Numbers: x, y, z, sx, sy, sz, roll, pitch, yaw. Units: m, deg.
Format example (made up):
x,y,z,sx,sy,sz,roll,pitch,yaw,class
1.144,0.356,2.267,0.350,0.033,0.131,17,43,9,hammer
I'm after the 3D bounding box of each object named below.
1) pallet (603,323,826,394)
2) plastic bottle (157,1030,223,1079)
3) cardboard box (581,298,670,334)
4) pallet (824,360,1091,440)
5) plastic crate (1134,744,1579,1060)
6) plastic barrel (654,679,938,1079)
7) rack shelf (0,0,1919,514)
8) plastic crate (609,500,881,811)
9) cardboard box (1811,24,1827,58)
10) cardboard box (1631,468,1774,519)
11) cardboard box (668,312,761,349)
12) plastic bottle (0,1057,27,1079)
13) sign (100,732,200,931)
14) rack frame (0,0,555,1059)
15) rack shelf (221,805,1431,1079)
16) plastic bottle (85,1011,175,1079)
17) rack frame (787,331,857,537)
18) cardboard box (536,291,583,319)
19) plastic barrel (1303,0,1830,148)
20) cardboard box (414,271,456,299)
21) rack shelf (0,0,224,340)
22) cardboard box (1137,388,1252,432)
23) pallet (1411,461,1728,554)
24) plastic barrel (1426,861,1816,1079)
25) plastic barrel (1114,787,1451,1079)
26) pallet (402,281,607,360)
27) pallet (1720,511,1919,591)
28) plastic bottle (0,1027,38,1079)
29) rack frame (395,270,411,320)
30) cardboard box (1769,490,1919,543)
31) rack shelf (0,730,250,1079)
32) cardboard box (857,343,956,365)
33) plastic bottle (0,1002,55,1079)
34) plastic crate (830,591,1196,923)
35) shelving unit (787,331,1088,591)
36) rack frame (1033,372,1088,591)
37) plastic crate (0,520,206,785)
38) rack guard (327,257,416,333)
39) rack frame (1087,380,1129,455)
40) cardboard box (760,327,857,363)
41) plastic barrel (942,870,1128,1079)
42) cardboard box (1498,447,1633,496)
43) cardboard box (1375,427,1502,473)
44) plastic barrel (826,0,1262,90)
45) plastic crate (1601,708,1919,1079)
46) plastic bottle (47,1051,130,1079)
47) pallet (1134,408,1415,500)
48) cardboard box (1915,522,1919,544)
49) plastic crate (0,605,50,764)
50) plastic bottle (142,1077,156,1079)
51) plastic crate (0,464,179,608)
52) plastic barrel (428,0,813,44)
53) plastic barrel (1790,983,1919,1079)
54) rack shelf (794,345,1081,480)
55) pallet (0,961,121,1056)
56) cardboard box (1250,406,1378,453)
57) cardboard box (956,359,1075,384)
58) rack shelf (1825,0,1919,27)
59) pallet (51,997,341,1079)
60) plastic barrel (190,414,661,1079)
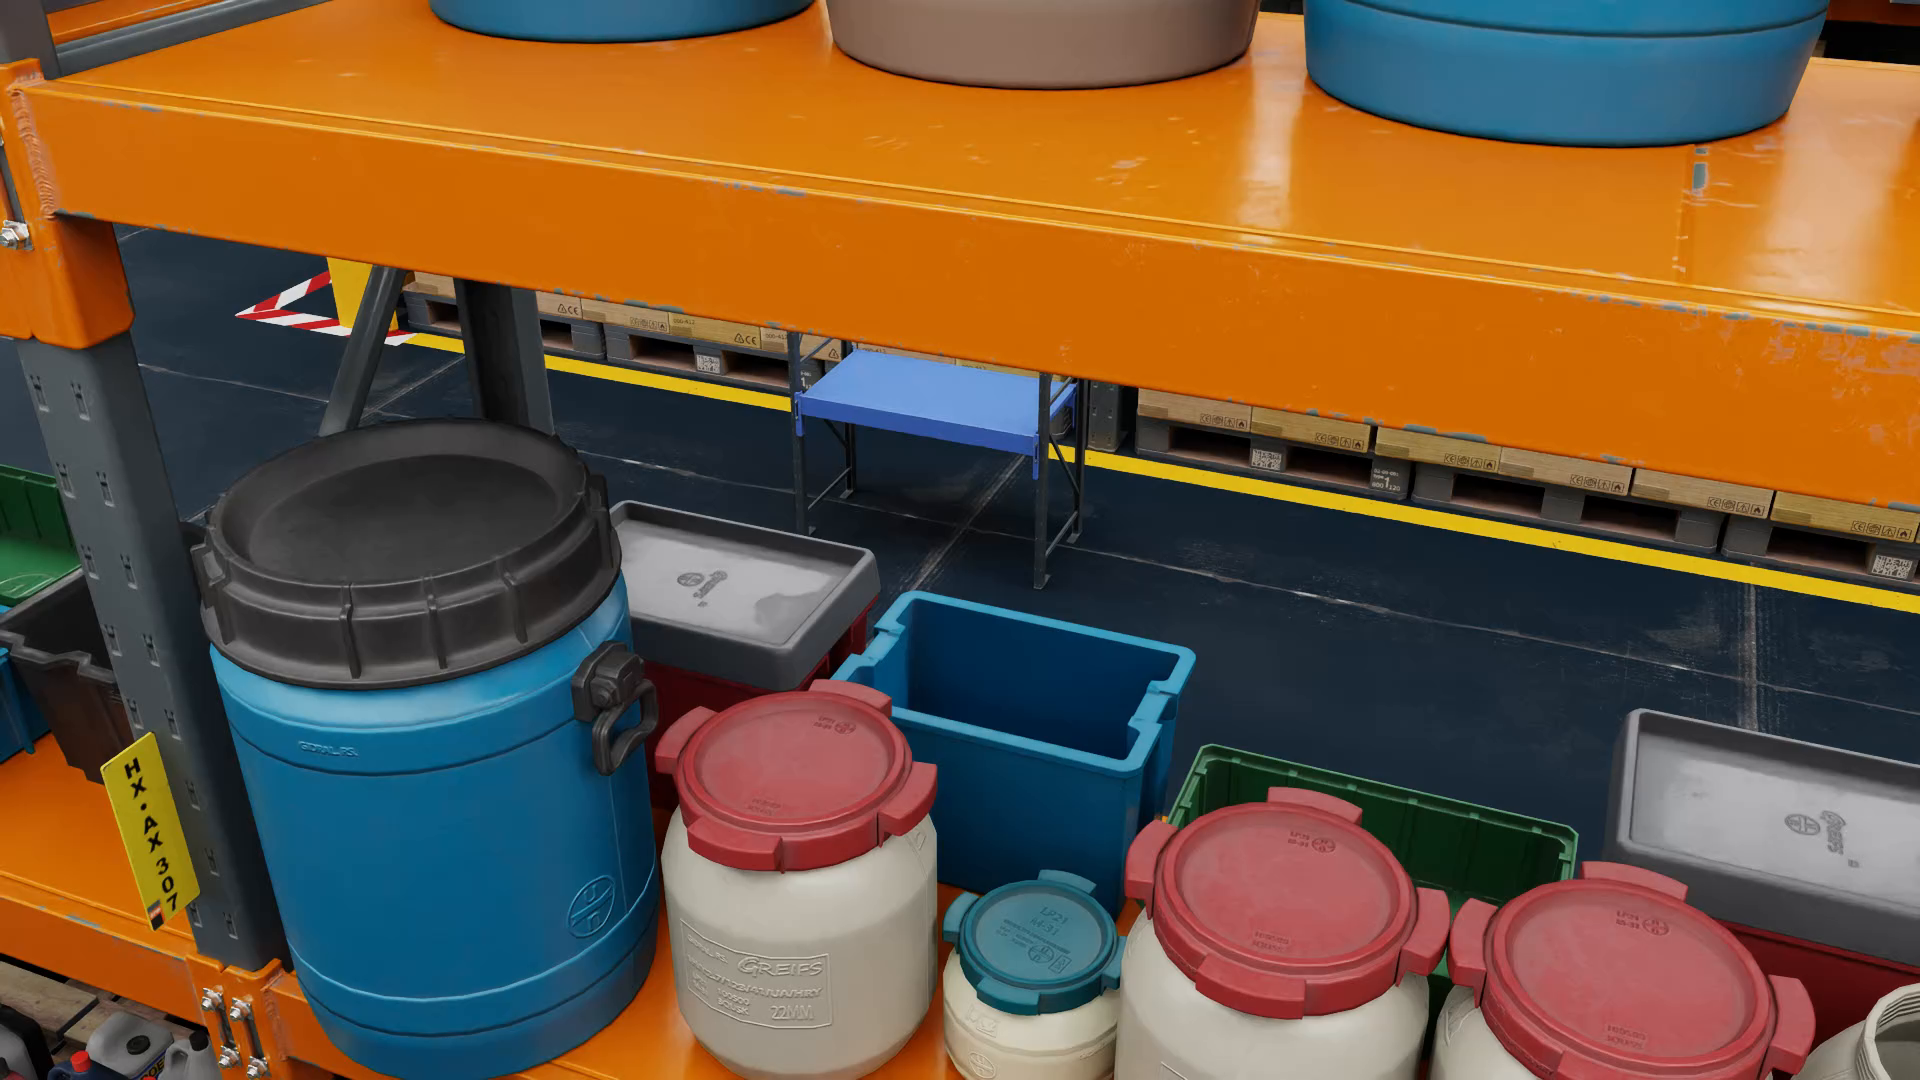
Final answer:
x,y,z,sx,sy,sz,roll,pitch,yaw,class
-1.039,-1.104,8.488,1.213,0.211,1.003,11,31,19,pallet
-1.700,1.240,3.753,0.185,0.351,0.144,11,31,19,plastic bottle
-1.548,-1.268,8.312,0.500,0.250,0.500,11,31,19,cardboard box
0.096,-0.879,8.090,1.213,0.211,1.003,11,31,19,pallet
0.671,0.617,2.825,0.662,0.188,0.450,11,31,19,plastic crate
-0.245,0.549,2.592,0.433,0.535,0.433,0,29,0,plastic barrel
0.804,-0.291,1.899,4.000,0.370,1.077,11,31,19,rack shelf
-0.485,0.254,3.188,0.583,0.464,0.402,11,31,19,plastic crate
5.191,-3.119,10.551,0.500,0.250,0.500,12,32,20,cardboard box
3.000,-0.346,6.682,0.500,0.250,0.500,12,32,20,cardboard box
-1.087,-1.173,8.145,0.500,0.250,0.500,11,31,19,cardboard box
-2.098,1.288,3.736,0.133,0.283,0.061,13,32,22,plastic bottle
-1.266,0.460,2.607,0.005,0.325,0.100,11,31,19,sign
-1.050,0.333,3.112,0.053,2.616,0.949,11,31,19,rack frame
0.804,1.015,2.637,4.000,0.370,1.077,11,31,19,rack shelf
-1.899,1.230,3.846,0.135,0.276,0.152,11,31,19,plastic bottle
-0.550,-0.763,6.575,0.032,1.500,0.500,11,31,19,rack frame
-2.012,-1.361,8.476,0.500,0.250,0.500,11,31,19,cardboard box
0.716,-0.955,1.834,0.708,0.901,0.600,11,31,19,plastic barrel
-2.476,-1.451,8.637,0.500,0.250,0.500,11,31,19,cardboard box
-2.902,-1.031,3.209,4.000,0.370,1.077,11,31,19,rack shelf
1.098,-0.725,7.351,0.500,0.250,0.500,11,31,18,cardboard box
2.649,-0.369,7.188,1.213,0.211,1.003,11,31,19,pallet
0.836,0.765,2.210,0.433,0.535,0.433,0,29,0,plastic barrel
0.435,0.685,2.351,0.433,0.535,0.433,0,29,0,plastic barrel
-2.165,-1.330,8.888,1.213,0.211,1.003,11,31,19,pallet
3.775,-0.142,6.788,1.213,0.211,1.003,11,31,19,pallet
-2.231,1.210,3.805,0.185,0.351,0.144,11,31,19,plastic bottle
-2.890,-2.666,8.419,0.127,3.000,1.000,11,31,19,rack frame
3.465,-0.252,6.515,0.500,0.250,0.500,11,31,19,cardboard box
-2.902,0.275,3.947,4.000,0.370,1.077,11,31,19,rack shelf
-0.155,-0.995,7.830,0.500,0.250,0.500,11,31,19,cardboard box
-2.216,1.188,3.913,0.133,0.283,0.061,11,31,19,plastic bottle
0.090,0.401,3.009,0.575,0.384,0.392,11,31,19,plastic crate
-0.079,-0.669,6.409,1.048,1.500,0.538,11,31,19,shelving unit
0.392,-0.575,6.242,0.032,1.500,0.500,11,31,19,rack frame
-1.486,0.204,3.404,0.504,0.338,0.767,11,31,19,plastic crate
-2.912,-1.583,9.042,0.348,0.500,1.175,11,31,19,rack guard
0.817,-1.926,7.110,0.127,3.000,1.000,11,31,19,rack frame
-0.623,-1.081,7.982,0.500,0.250,0.500,11,31,19,cardboard box
0.120,0.707,2.592,0.301,0.262,0.301,0,29,0,plastic barrel
2.523,-0.440,6.848,0.500,0.250,0.500,12,32,20,cardboard box
2.052,-0.535,7.015,0.500,0.250,0.500,10,31,18,cardboard box
0.110,-1.076,2.048,0.600,0.901,0.600,0,29,0,plastic barrel
1.275,0.605,2.566,0.583,0.464,0.402,11,31,19,plastic crate
-1.932,1.270,3.700,0.185,0.351,0.144,10,31,17,plastic bottle
1.514,-0.594,7.586,1.213,0.211,1.003,11,31,19,pallet
3.944,-0.158,6.349,0.500,0.250,0.500,12,32,20,cardboard box
-2.176,0.315,3.295,0.616,0.251,0.499,11,31,19,plastic crate
-1.754,1.305,3.637,0.185,0.351,0.144,10,31,18,plastic bottle
-2.201,0.044,3.839,0.662,0.188,0.450,11,31,19,plastic crate
-0.496,-1.197,2.262,0.708,0.901,0.600,11,31,19,plastic barrel
1.234,0.852,2.081,0.421,0.512,0.421,0,29,0,plastic barrel
-0.079,-0.512,6.497,1.000,0.185,0.538,11,31,19,rack shelf
-2.790,1.177,4.453,1.213,0.211,1.003,11,31,19,pallet
1.571,-0.629,7.183,0.500,0.250,0.500,12,32,20,cardboard box
0.305,-0.898,7.658,0.500,0.250,0.500,11,31,19,cardboard box
4.529,-3.502,10.629,4.000,0.370,1.077,11,31,19,rack shelf
-1.655,1.402,4.055,1.213,0.211,1.003,11,31,19,pallet
-0.805,0.323,2.621,0.708,0.901,0.600,11,31,19,plastic barrel
